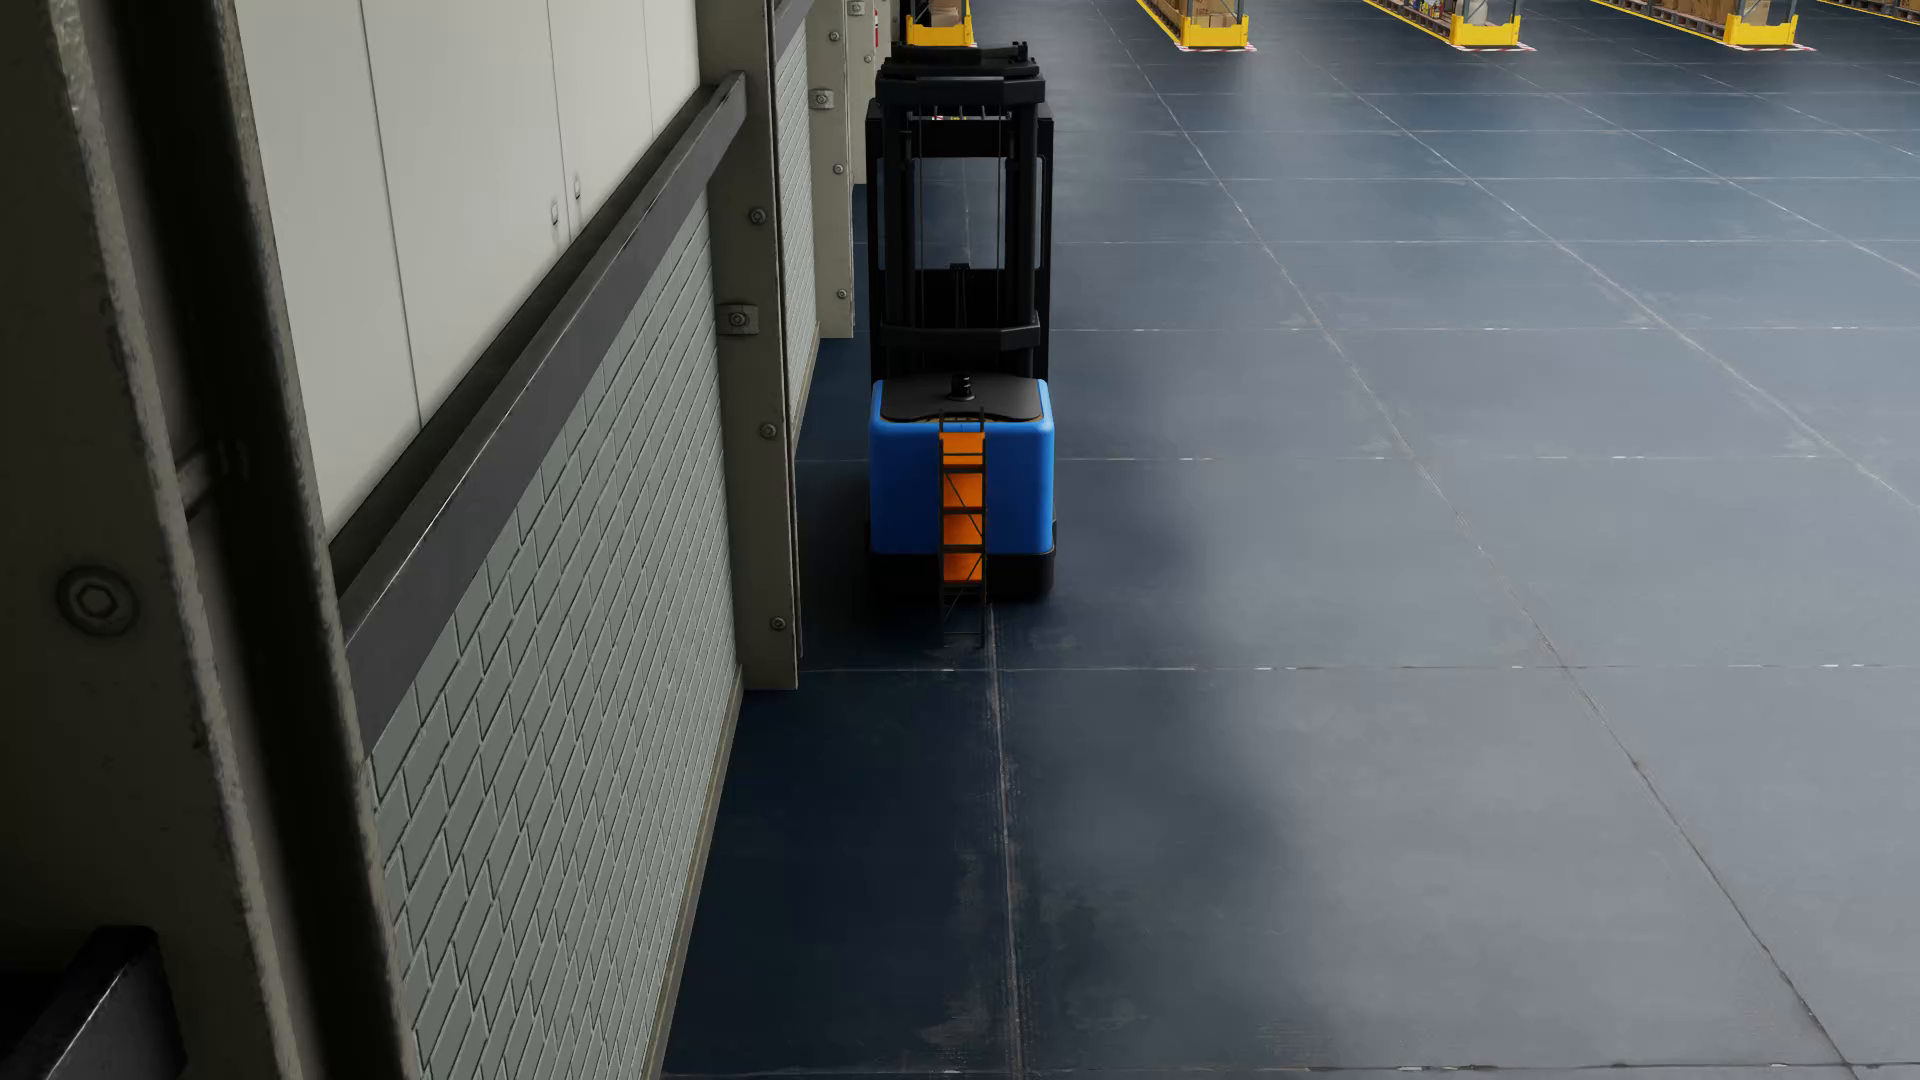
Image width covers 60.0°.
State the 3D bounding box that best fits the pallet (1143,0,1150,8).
[{"bbox_3d":[4.461,-11.493,35.405,1.003,0.211,1.213,0,24,-1],"label":"pallet"}]

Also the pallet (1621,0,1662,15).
[{"bbox_3d":[14.420,-11.049,34.424,1.003,0.211,1.213,0,24,-1],"label":"pallet"}]

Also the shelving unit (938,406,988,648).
[{"bbox_3d":[0.012,-0.068,8.945,0.258,1.200,0.503,0,24,-1],"label":"shelving unit"}]

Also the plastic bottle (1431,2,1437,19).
[{"bbox_3d":[9.043,-10.094,31.691,0.061,0.283,0.133,0,24,1],"label":"plastic bottle"}]

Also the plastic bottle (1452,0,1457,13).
[{"bbox_3d":[9.676,-10.452,32.483,0.061,0.283,0.133,0,24,-1],"label":"plastic bottle"}]

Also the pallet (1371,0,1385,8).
[{"bbox_3d":[9.414,-11.534,35.495,1.003,0.211,1.213,0,24,-1],"label":"pallet"}]

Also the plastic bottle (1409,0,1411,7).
[{"bbox_3d":[9.043,-10.801,33.268,0.097,0.271,0.097,0,24,0],"label":"plastic bottle"}]

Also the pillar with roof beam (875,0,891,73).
[{"bbox_3d":[3.112,-10.849,23.317,9.100,9.000,0.400,0,24,-1],"label":"pillar with roof beam"}]

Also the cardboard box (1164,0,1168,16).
[{"bbox_3d":[4.227,-10.290,32.188,0.500,0.250,0.500,0,24,-1],"label":"cardboard box"}]

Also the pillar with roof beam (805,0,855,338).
[{"bbox_3d":[3.243,-5.904,12.384,9.100,9.000,0.400,0,24,-1],"label":"pillar with roof beam"}]

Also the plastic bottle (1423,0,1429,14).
[{"bbox_3d":[9.078,-10.383,32.247,0.144,0.351,0.185,0,24,-1],"label":"plastic bottle"}]

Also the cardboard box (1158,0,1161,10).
[{"bbox_3d":[4.226,-10.702,33.100,0.500,0.250,0.500,0,24,-1],"label":"cardboard box"}]

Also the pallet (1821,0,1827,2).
[{"bbox_3d":[19.280,-12.032,36.597,1.003,0.211,1.213,0,24,-1],"label":"pallet"}]

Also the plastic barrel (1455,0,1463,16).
[{"bbox_3d":[9.432,-9.864,30.928,0.421,0.512,0.421,0,24,0],"label":"plastic barrel"}]

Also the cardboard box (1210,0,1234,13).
[{"bbox_3d":[4.777,-10.016,30.673,0.500,0.500,0.500,0,24,-1],"label":"cardboard box"}]

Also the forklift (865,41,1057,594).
[{"bbox_3d":[-0.006,-1.592,10.213,1.130,2.935,3.031,0,24,-1],"label":"forklift"}]

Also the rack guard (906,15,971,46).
[{"bbox_3d":[-0.386,-9.176,29.932,1.175,0.500,0.348,0,24,-1],"label":"rack guard"}]

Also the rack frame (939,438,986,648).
[{"bbox_3d":[0.015,0.032,8.723,0.240,1.200,0.015,0,24,-1],"label":"rack frame"}]

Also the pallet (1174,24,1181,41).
[{"bbox_3d":[4.518,-9.352,30.672,1.003,0.211,1.213,0,24,-1],"label":"pallet"}]

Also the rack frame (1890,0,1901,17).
[{"bbox_3d":[19.391,-11.980,33.097,1.000,3.000,0.127,0,24,-1],"label":"rack frame"}]

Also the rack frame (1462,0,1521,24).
[{"bbox_3d":[9.521,-10.328,29.447,1.000,3.000,0.127,0,24,-1],"label":"rack frame"}]

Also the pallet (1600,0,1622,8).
[{"bbox_3d":[14.404,-11.553,35.538,1.003,0.211,1.213,0,24,-1],"label":"pallet"}]

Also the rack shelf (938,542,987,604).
[{"bbox_3d":[0.012,0.174,9.054,0.258,0.148,0.480,0,24,-1],"label":"rack shelf"}]

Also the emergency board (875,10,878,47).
[{"bbox_3d":[-1.204,-7.078,22.259,0.194,1.169,0.643,0,24,-1],"label":"emergency board"}]

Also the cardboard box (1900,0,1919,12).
[{"bbox_3d":[19.328,-10.943,32.875,0.875,0.875,0.875,0,24,0],"label":"cardboard box"}]

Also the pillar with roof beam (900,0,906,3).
[{"bbox_3d":[2.981,-15.794,34.250,9.100,9.000,0.400,0,24,-1],"label":"pillar with roof beam"}]

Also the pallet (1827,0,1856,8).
[{"bbox_3d":[19.291,-11.531,35.489,1.003,0.211,1.213,0,24,-1],"label":"pallet"}]

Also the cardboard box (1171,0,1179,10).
[{"bbox_3d":[4.239,-10.220,31.123,0.500,0.500,0.500,0,24,-1],"label":"cardboard box"}]

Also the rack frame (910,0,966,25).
[{"bbox_3d":[-0.385,-10.284,29.348,1.000,3.000,0.127,0,24,-1],"label":"rack frame"}]

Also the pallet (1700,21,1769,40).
[{"bbox_3d":[14.499,-9.446,30.880,1.003,0.211,1.213,0,24,-1],"label":"pallet"}]

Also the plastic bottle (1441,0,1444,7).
[{"bbox_3d":[9.628,-10.705,32.961,0.144,0.351,0.185,0,24,-1],"label":"plastic bottle"}]

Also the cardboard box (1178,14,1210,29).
[{"bbox_3d":[4.267,-9.466,30.366,0.500,0.250,0.500,0,24,-1],"label":"cardboard box"}]

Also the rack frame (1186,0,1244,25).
[{"bbox_3d":[4.568,-10.308,29.401,1.000,3.000,0.127,0,24,-1],"label":"rack frame"}]

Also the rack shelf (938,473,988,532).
[{"bbox_3d":[0.012,-0.211,8.880,0.258,0.148,0.480,0,24,-1],"label":"rack shelf"}]

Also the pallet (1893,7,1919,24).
[{"bbox_3d":[19.321,-10.395,32.978,1.003,0.211,1.213,0,24,-1],"label":"pallet"}]

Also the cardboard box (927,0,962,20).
[{"bbox_3d":[-0.267,-10.168,31.592,0.700,0.500,0.500,-2,24,-4],"label":"cardboard box"}]

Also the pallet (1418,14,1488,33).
[{"bbox_3d":[9.459,-9.925,31.939,1.003,0.211,1.213,0,24,-1],"label":"pallet"}]

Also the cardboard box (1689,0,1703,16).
[{"bbox_3d":[14.494,-10.395,32.117,0.500,0.500,0.500,-2,24,-5],"label":"cardboard box"}]

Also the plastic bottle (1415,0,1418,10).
[{"bbox_3d":[9.071,-10.636,32.807,0.144,0.351,0.185,0,24,1],"label":"plastic bottle"}]

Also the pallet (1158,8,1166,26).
[{"bbox_3d":[4.491,-10.358,32.895,1.003,0.211,1.213,0,24,-1],"label":"pallet"}]

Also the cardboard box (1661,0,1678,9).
[{"bbox_3d":[14.394,-10.886,33.204,0.500,0.500,0.500,-1,24,-2],"label":"cardboard box"}]

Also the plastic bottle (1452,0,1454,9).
[{"bbox_3d":[9.775,-10.627,32.787,0.144,0.351,0.185,-1,24,-3],"label":"plastic bottle"}]

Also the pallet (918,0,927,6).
[{"bbox_3d":[-0.439,-10.982,34.276,1.003,0.211,1.213,0,24,-1],"label":"pallet"}]

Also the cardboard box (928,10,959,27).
[{"bbox_3d":[-0.303,-9.545,30.443,0.500,0.311,0.500,-3,25,-7],"label":"cardboard box"}]

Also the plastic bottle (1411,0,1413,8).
[{"bbox_3d":[9.045,-10.685,33.097,0.097,0.201,0.097,0,24,0],"label":"plastic bottle"}]

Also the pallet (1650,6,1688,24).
[{"bbox_3d":[14.473,-10.452,33.103,1.003,0.211,1.213,0,24,-1],"label":"pallet"}]

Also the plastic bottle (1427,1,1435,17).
[{"bbox_3d":[9.086,-10.204,31.942,0.152,0.276,0.135,-1,24,-2],"label":"plastic bottle"}]

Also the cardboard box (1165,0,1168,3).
[{"bbox_3d":[4.227,-10.632,32.034,0.500,0.500,0.500,0,24,-1],"label":"cardboard box"}]

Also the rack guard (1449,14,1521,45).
[{"bbox_3d":[9.473,-9.221,30.030,1.175,0.500,0.348,0,24,-1],"label":"rack guard"}]

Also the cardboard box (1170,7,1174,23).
[{"bbox_3d":[4.242,-9.878,31.277,0.500,0.250,0.500,0,24,-1],"label":"cardboard box"}]

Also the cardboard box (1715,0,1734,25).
[{"bbox_3d":[14.443,-9.907,31.038,0.500,0.500,0.500,6,25,13],"label":"cardboard box"}]

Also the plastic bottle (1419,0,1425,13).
[{"bbox_3d":[9.033,-10.459,32.498,0.061,0.283,0.133,1,24,2],"label":"plastic bottle"}]
